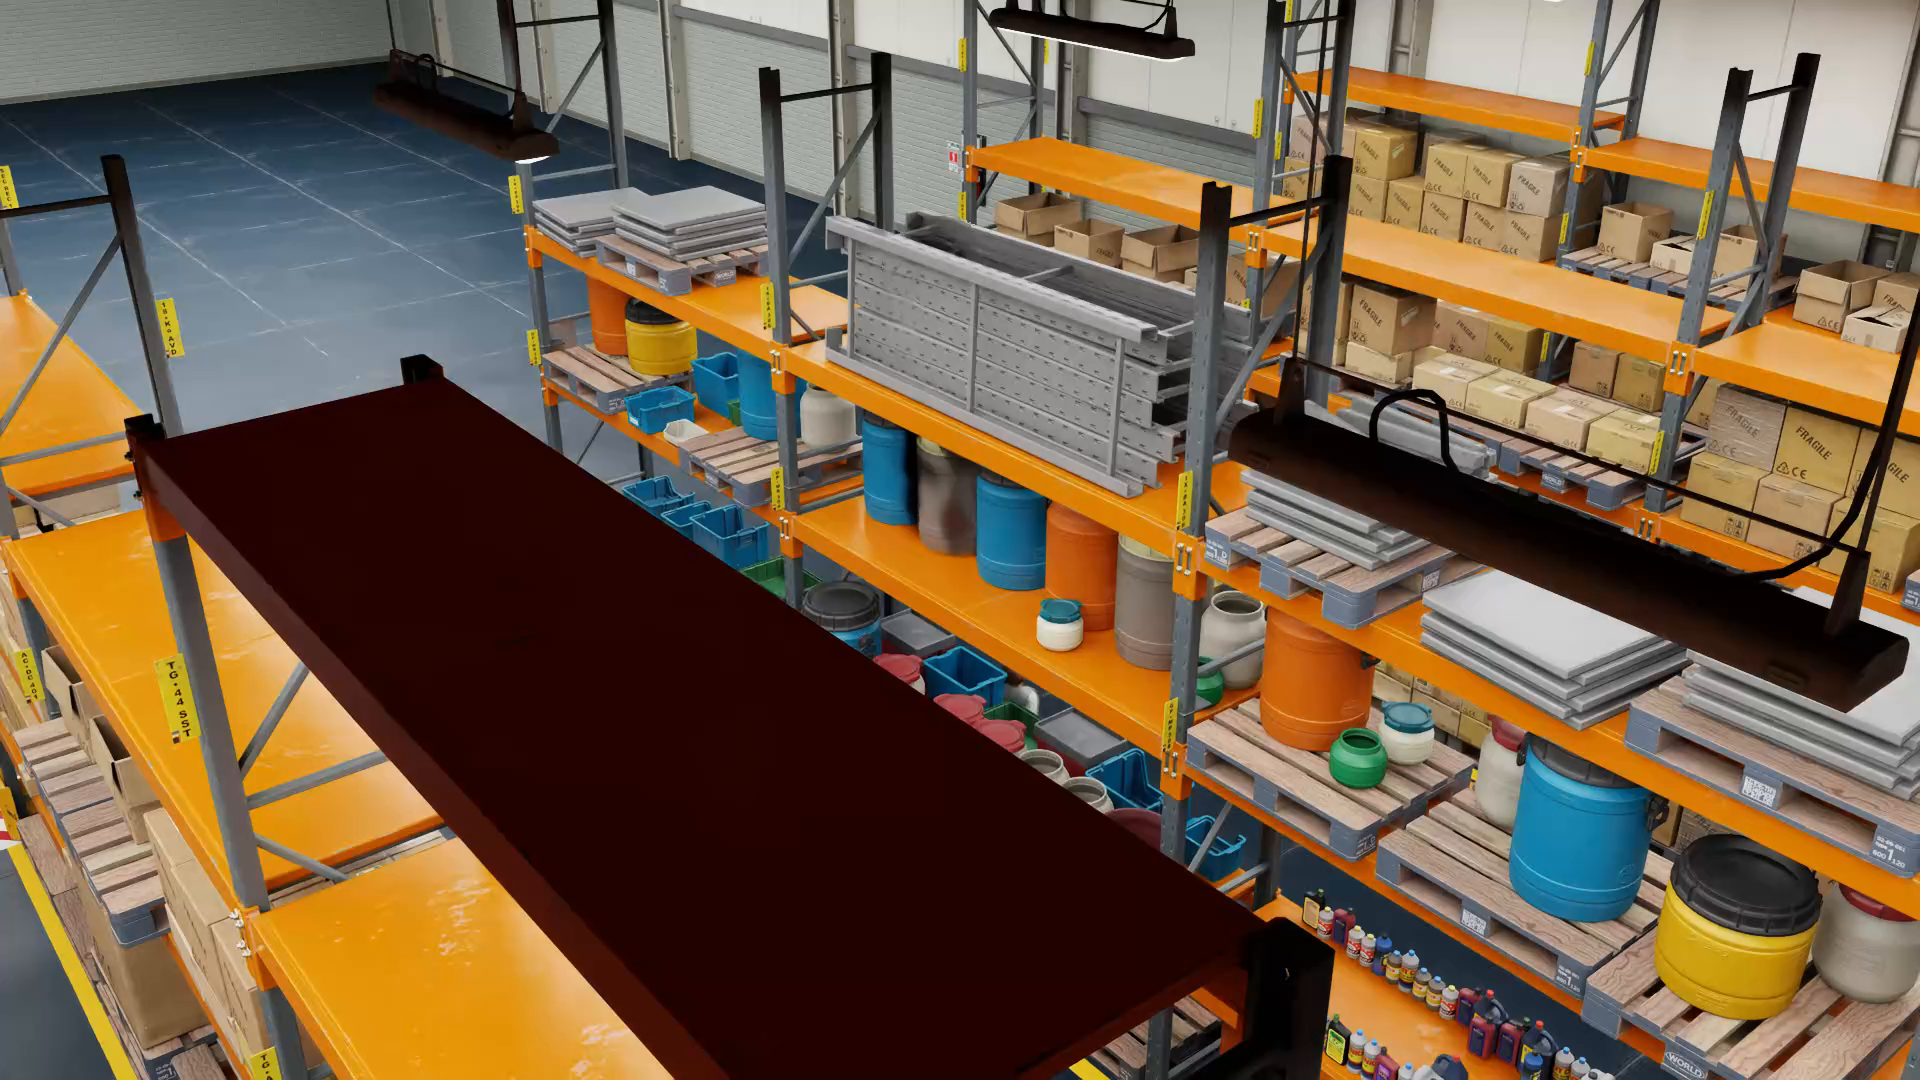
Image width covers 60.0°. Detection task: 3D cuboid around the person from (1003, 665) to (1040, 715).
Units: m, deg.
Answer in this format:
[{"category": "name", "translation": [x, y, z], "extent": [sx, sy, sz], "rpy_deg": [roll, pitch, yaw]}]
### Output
[{"category": "person", "translation": [0.451, 1.653, 13.042], "extent": [0.621, 1.571, 0.580], "rpy_deg": [16, 30, 29]}]

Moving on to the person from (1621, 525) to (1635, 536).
[{"category": "person", "translation": [6.099, 0.616, 15.159], "extent": [0.684, 1.614, 0.616], "rpy_deg": [17, 31, 31]}]
